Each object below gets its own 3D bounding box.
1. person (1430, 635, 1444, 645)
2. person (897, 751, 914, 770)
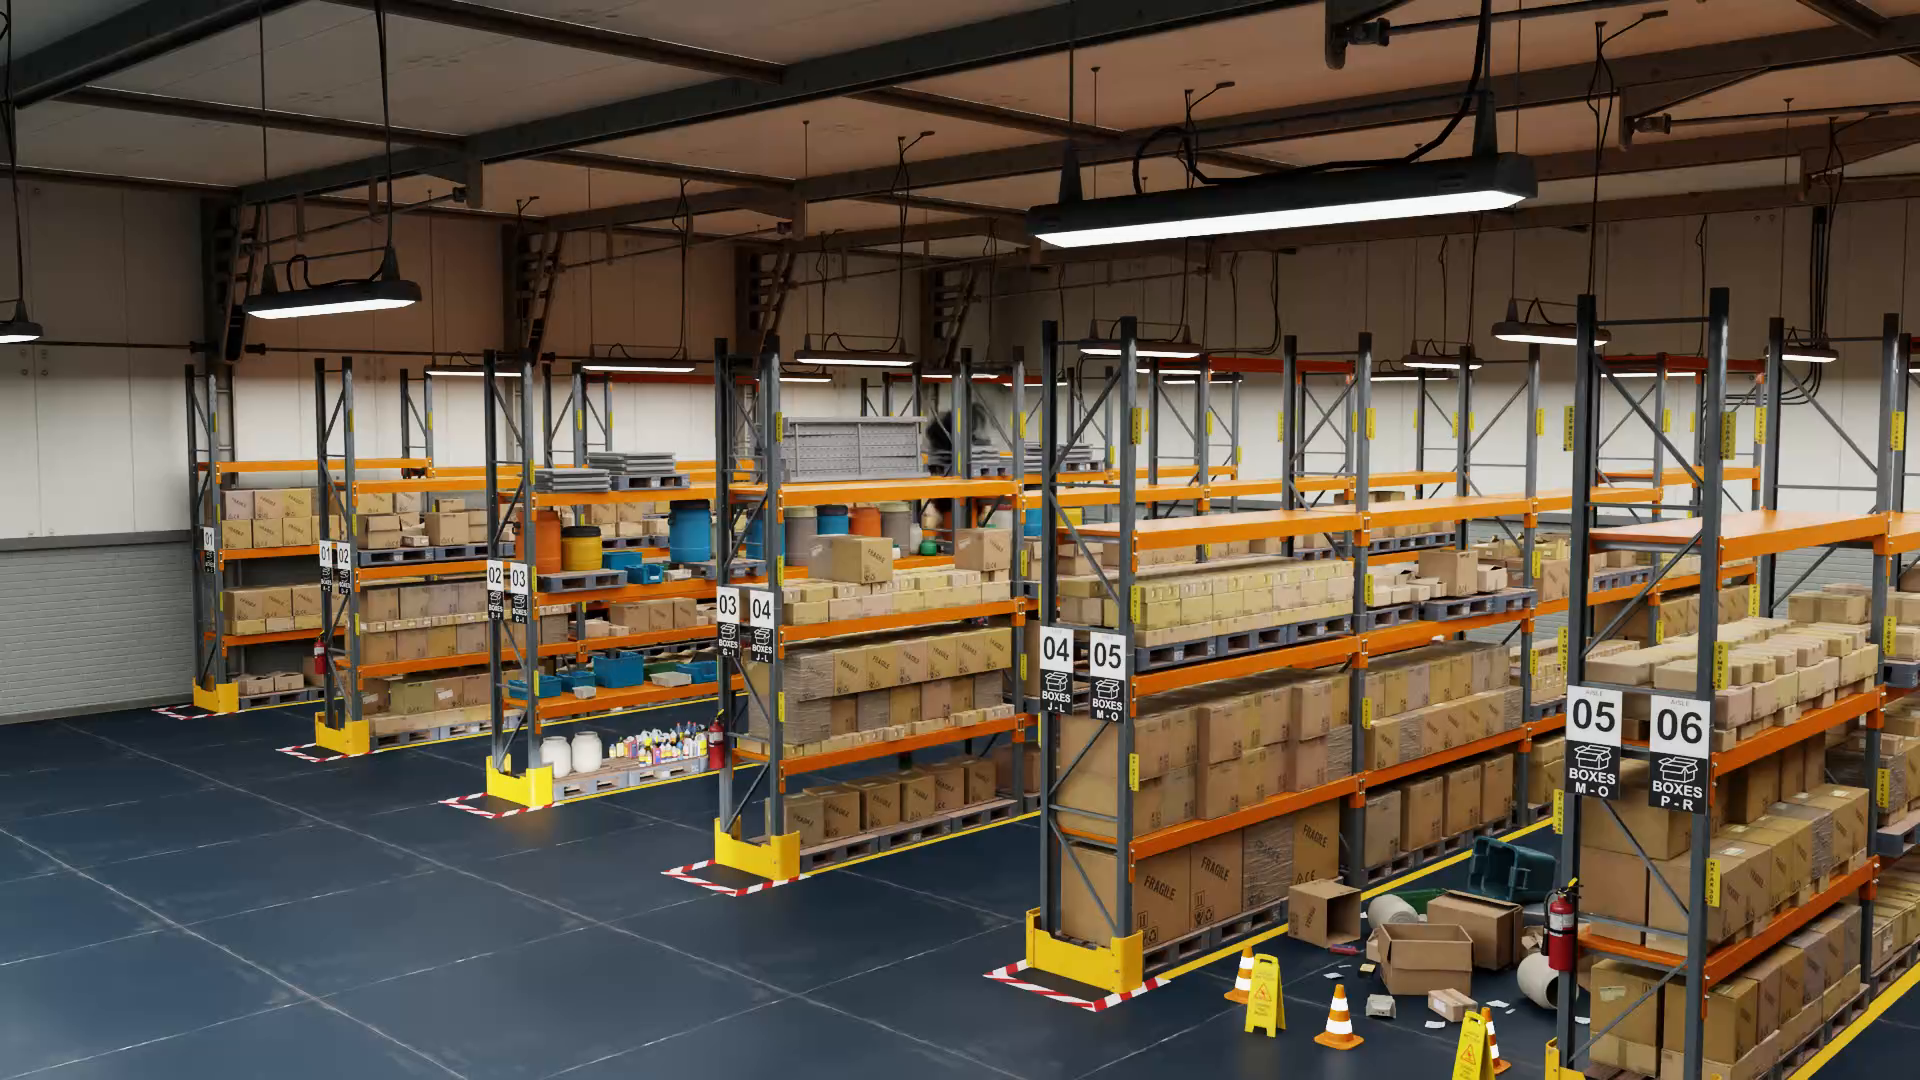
[{"bbox_3d":[7.233,2.335,25.291,0.654,1.835,0.735,3,5,34],"label":"person"},{"bbox_3d":[-0.829,2.480,23.403,0.632,1.823,0.705,3,5,33],"label":"person"}]
